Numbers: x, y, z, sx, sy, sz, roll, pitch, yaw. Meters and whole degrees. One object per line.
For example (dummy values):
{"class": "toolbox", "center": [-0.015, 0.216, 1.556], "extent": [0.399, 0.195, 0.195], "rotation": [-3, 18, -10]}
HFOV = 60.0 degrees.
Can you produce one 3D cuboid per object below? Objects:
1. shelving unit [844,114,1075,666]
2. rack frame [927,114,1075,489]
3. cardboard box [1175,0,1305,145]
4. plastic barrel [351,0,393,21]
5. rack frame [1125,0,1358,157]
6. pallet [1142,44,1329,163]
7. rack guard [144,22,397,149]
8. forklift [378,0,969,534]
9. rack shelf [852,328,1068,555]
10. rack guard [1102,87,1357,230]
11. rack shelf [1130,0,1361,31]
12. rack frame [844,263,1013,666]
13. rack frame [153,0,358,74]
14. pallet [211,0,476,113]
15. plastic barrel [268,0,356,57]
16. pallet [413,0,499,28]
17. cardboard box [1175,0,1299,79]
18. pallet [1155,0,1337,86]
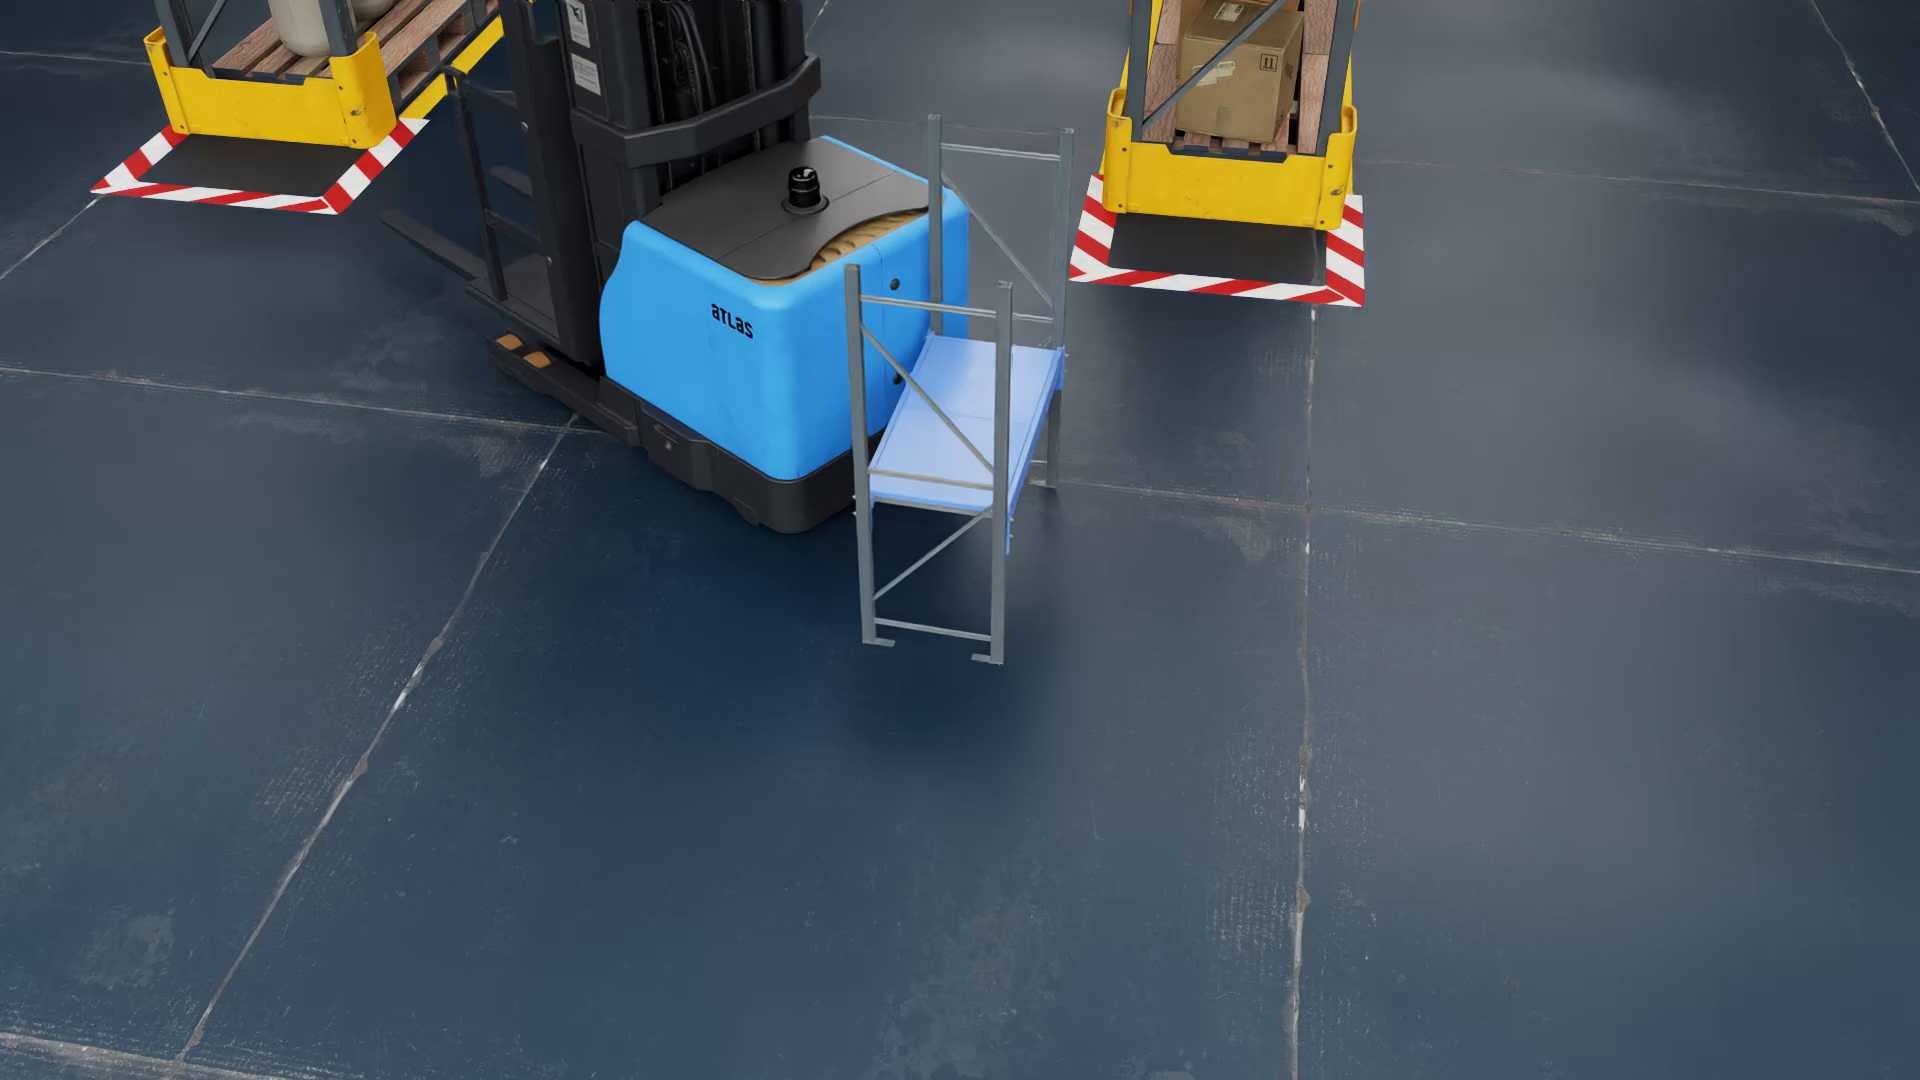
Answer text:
{"class": "shelving unit", "center": [0.021, -0.506, 5.685], "extent": [0.538, 1.500, 1.048], "rotation": [8, 40, 10]}
{"class": "rack frame", "center": [0.137, -0.821, 6.066], "extent": [0.500, 1.500, 0.032], "rotation": [8, 40, 10]}
{"class": "cardboard box", "center": [1.411, -2.365, 8.389], "extent": [0.500, 0.500, 0.500], "rotation": [14, 41, 16]}
{"class": "plastic barrel", "center": [-3.466, -3.262, 9.464], "extent": [0.421, 0.512, 0.421], "rotation": [0, 40, 0]}
{"class": "rack frame", "center": [1.287, -2.777, 7.255], "extent": [1.000, 3.000, 0.127], "rotation": [6, 40, 8]}
{"class": "pallet", "center": [1.475, -2.256, 8.813], "extent": [1.003, 0.211, 1.213], "rotation": [6, 40, 8]}
{"class": "rack guard", "center": [-3.625, -2.412, 8.776], "extent": [1.175, 0.500, 0.348], "rotation": [6, 40, 8]}
{"class": "forklift", "center": [-1.374, -1.971, 6.334], "extent": [3.031, 2.935, 1.130], "rotation": [31, 48, 32]}
{"class": "rack shelf", "center": [0.021, -0.367, 5.799], "extent": [0.538, 0.185, 1.000], "rotation": [8, 40, 10]}
{"class": "rack guard", "center": [1.300, -1.861, 8.109], "extent": [1.175, 0.500, 0.348], "rotation": [6, 40, 8]}
{"class": "rack shelf", "center": [1.633, -3.755, 9.002], "extent": [1.077, 0.370, 4.000], "rotation": [6, 40, 8]}
{"class": "rack frame", "center": [-0.094, -0.190, 5.303], "extent": [0.500, 1.500, 0.032], "rotation": [8, 40, 10]}
{"class": "rack frame", "center": [-3.592, -3.323, 7.915], "extent": [1.000, 3.000, 0.127], "rotation": [6, 40, 8]}
{"class": "pallet", "center": [-3.479, -2.810, 9.484], "extent": [1.003, 0.211, 1.213], "rotation": [6, 40, 8]}
{"class": "plastic barrel", "center": [-3.553, -2.947, 9.084], "extent": [0.421, 0.512, 0.421], "rotation": [0, 40, 0]}
{"class": "pallet", "center": [-3.266, -3.574, 10.407], "extent": [1.003, 0.211, 1.213], "rotation": [6, 40, 8]}
{"class": "cardboard box", "center": [1.481, -2.744, 8.847], "extent": [0.500, 0.500, 0.500], "rotation": [17, 42, 19]}
{"class": "pallet", "center": [1.688, -3.019, 9.736], "extent": [1.003, 0.211, 1.213], "rotation": [6, 40, 8]}
